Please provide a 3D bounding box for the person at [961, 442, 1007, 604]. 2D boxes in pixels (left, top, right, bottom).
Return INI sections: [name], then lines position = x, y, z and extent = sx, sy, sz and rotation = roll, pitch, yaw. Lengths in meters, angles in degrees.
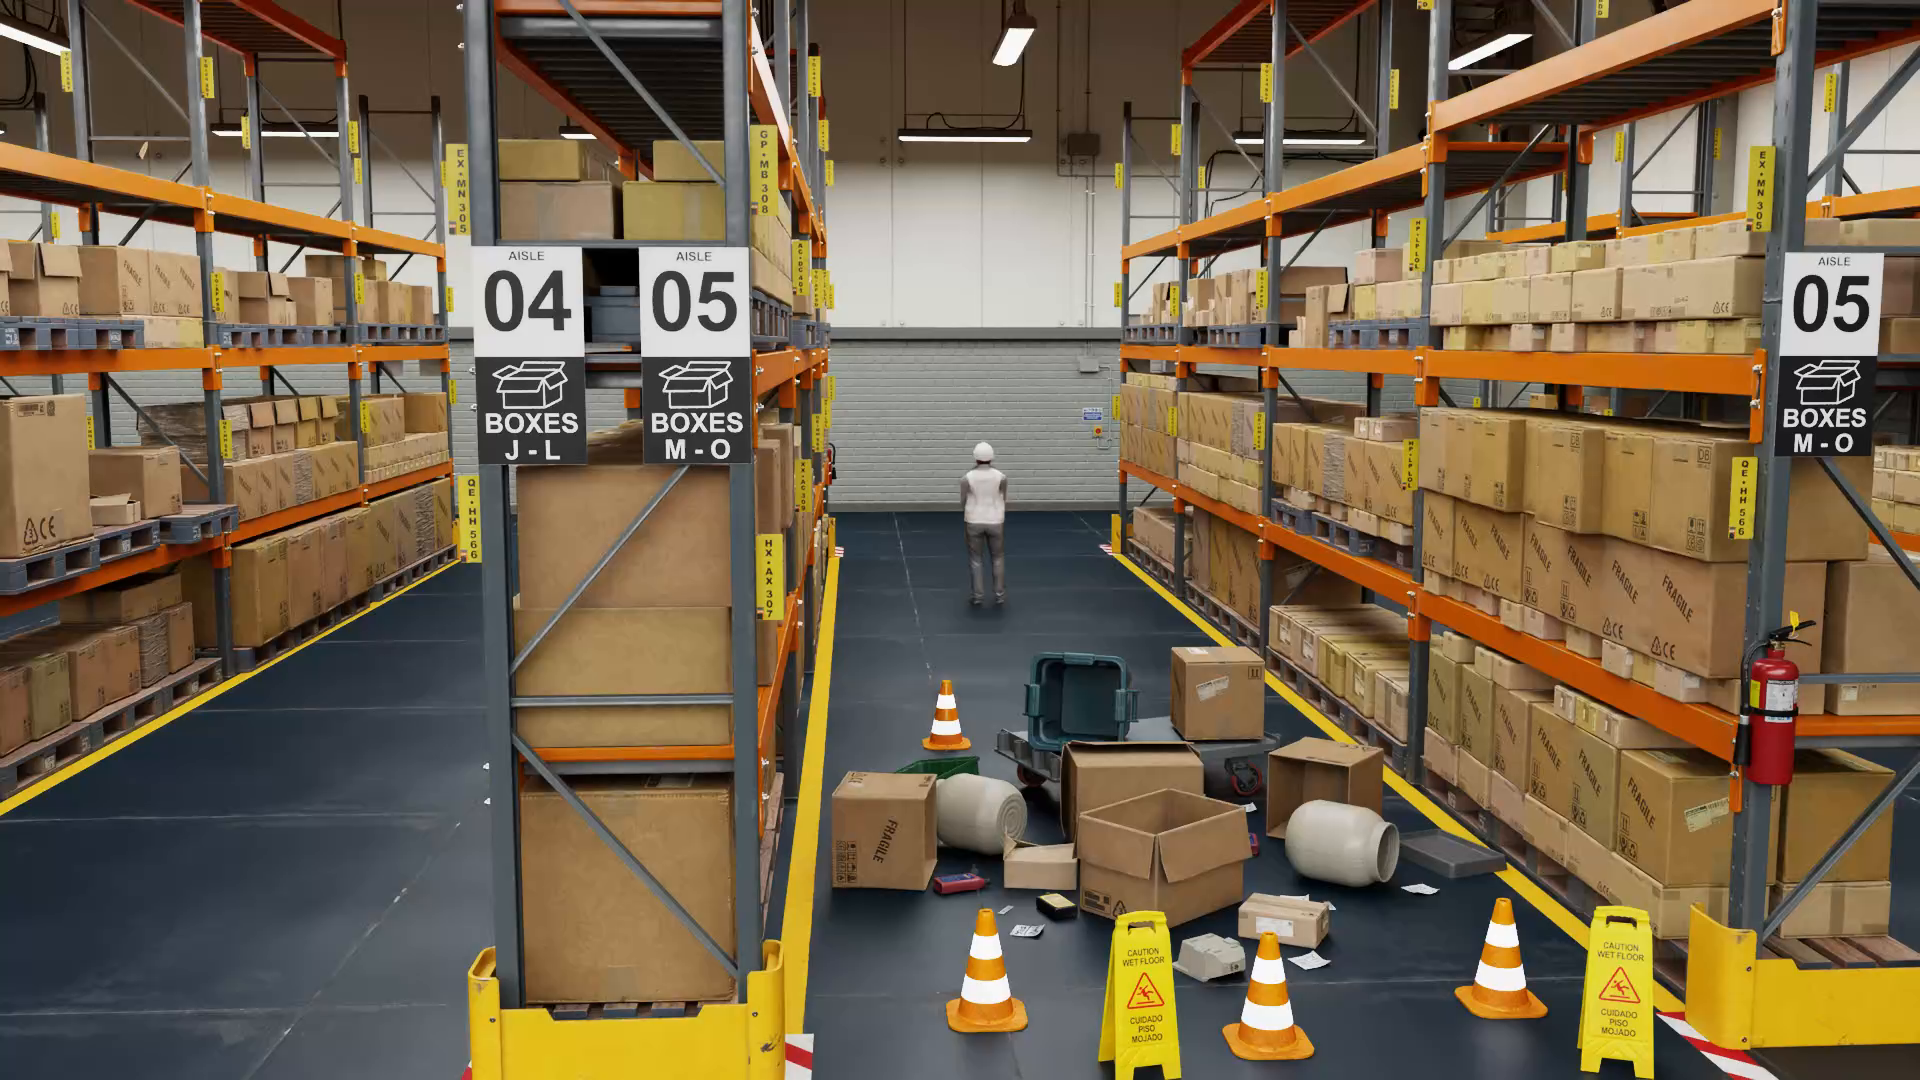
[person]
position = 0.269, -0.194, 18.243
extent = 0.521, 1.776, 0.533
rotation = 0, 7, -4
